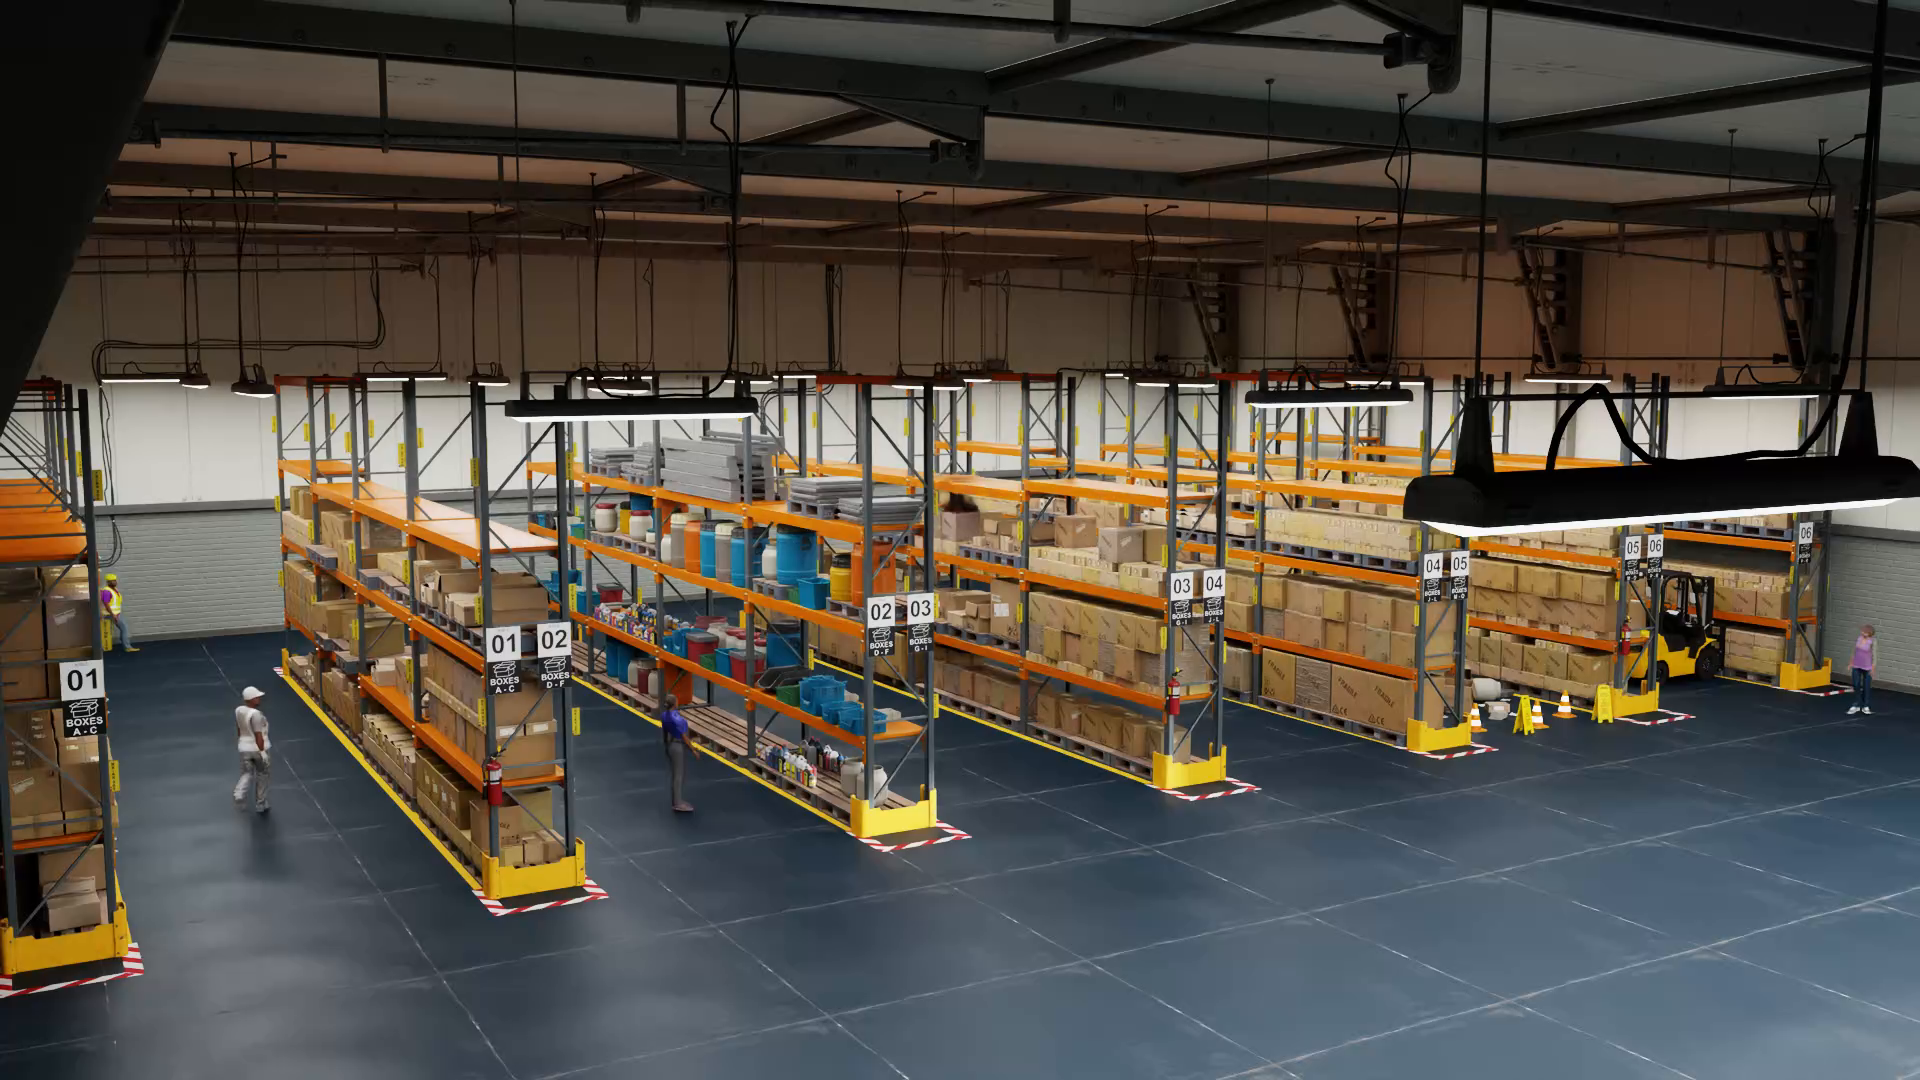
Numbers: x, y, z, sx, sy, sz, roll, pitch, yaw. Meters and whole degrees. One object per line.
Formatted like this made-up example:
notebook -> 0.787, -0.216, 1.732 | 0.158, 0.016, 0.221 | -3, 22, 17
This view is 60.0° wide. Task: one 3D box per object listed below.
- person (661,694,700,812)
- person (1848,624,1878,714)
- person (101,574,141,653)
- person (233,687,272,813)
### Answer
person -> -3.927, 2.987, 23.348 | 0.509, 1.664, 0.535 | -2, 6, -15
person -> 16.089, 2.303, 29.644 | 0.359, 1.621, 0.485 | -6, 9, -44
person -> -18.145, 1.589, 35.610 | 0.982, 1.732, 0.641 | -1, 6, -12
person -> -9.833, 2.918, 23.046 | 0.512, 1.777, 0.669 | 1, 6, 5
